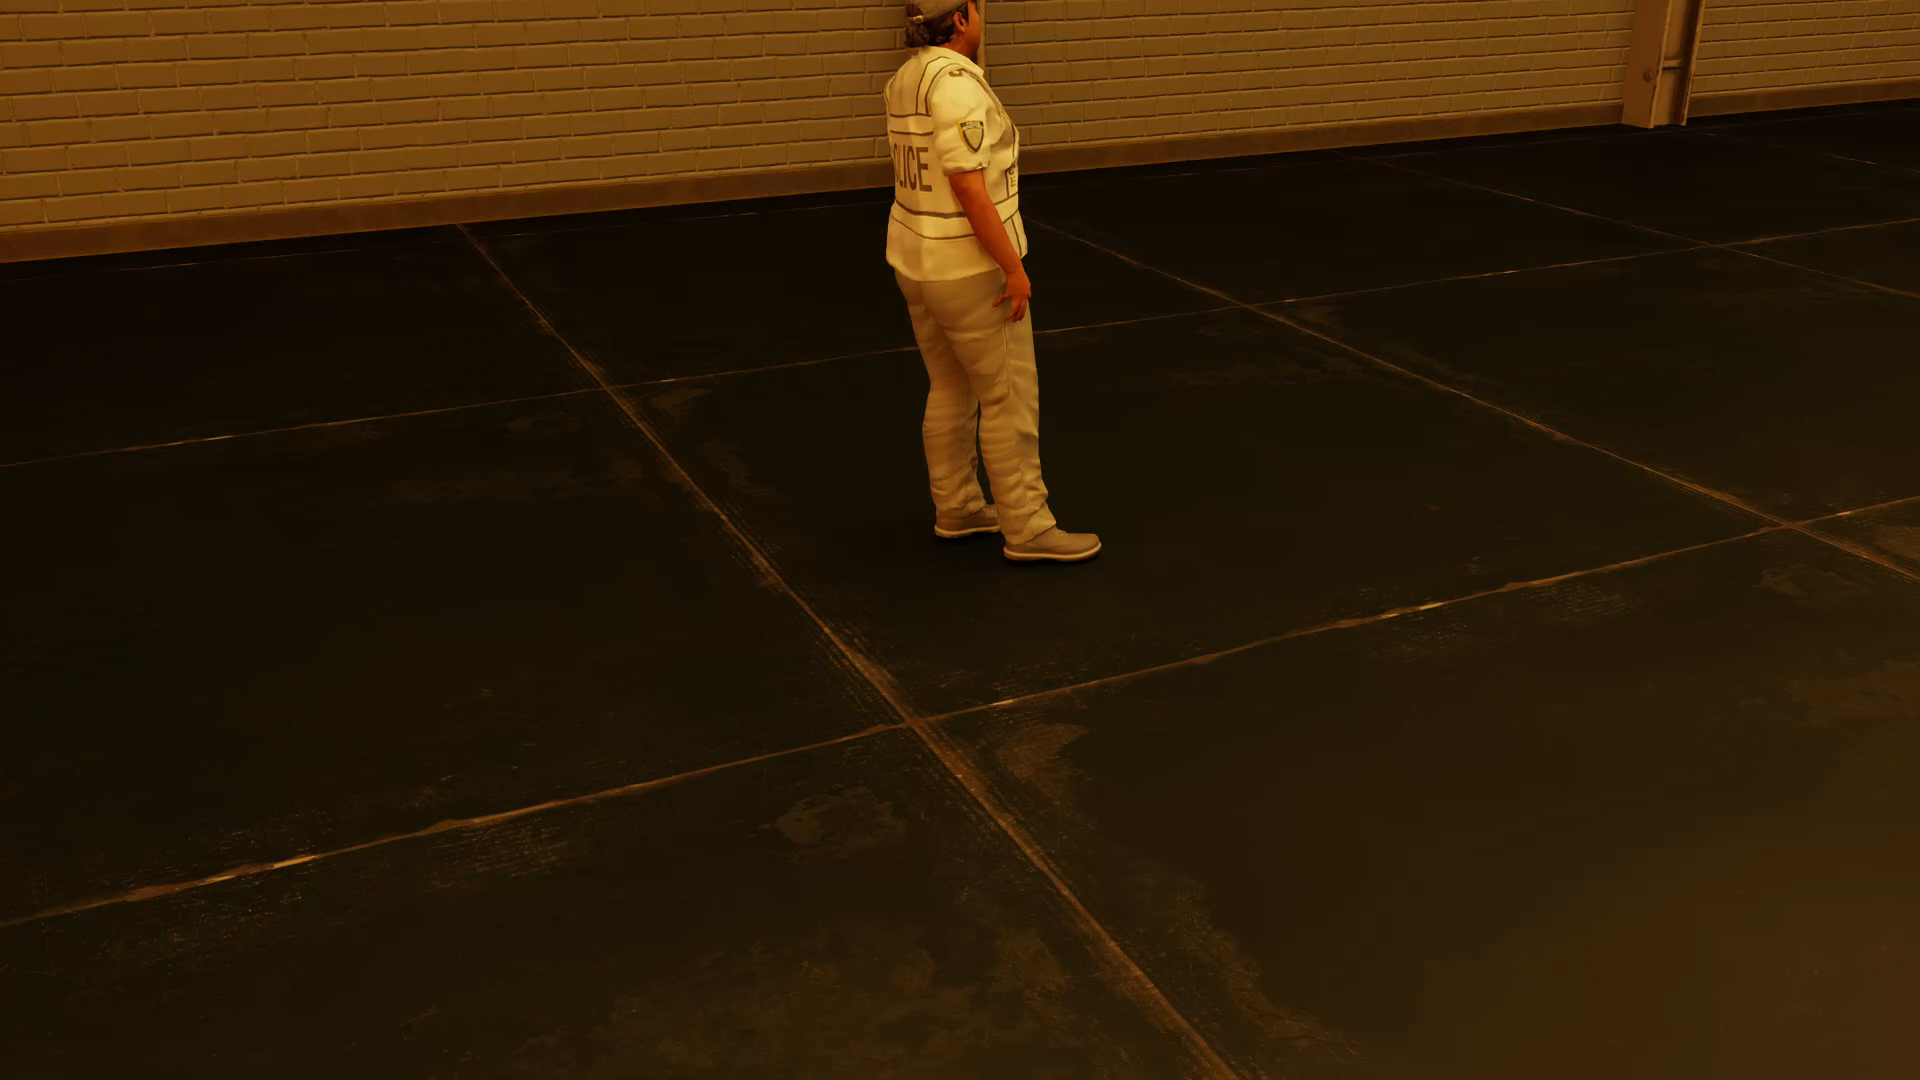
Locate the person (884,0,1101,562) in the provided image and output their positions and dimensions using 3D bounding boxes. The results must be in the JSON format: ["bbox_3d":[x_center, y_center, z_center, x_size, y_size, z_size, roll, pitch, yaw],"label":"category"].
[{"bbox_3d":[0.079,-0.782,4.795,0.529,1.670,0.598,-10,25,-23],"label":"person"}]
